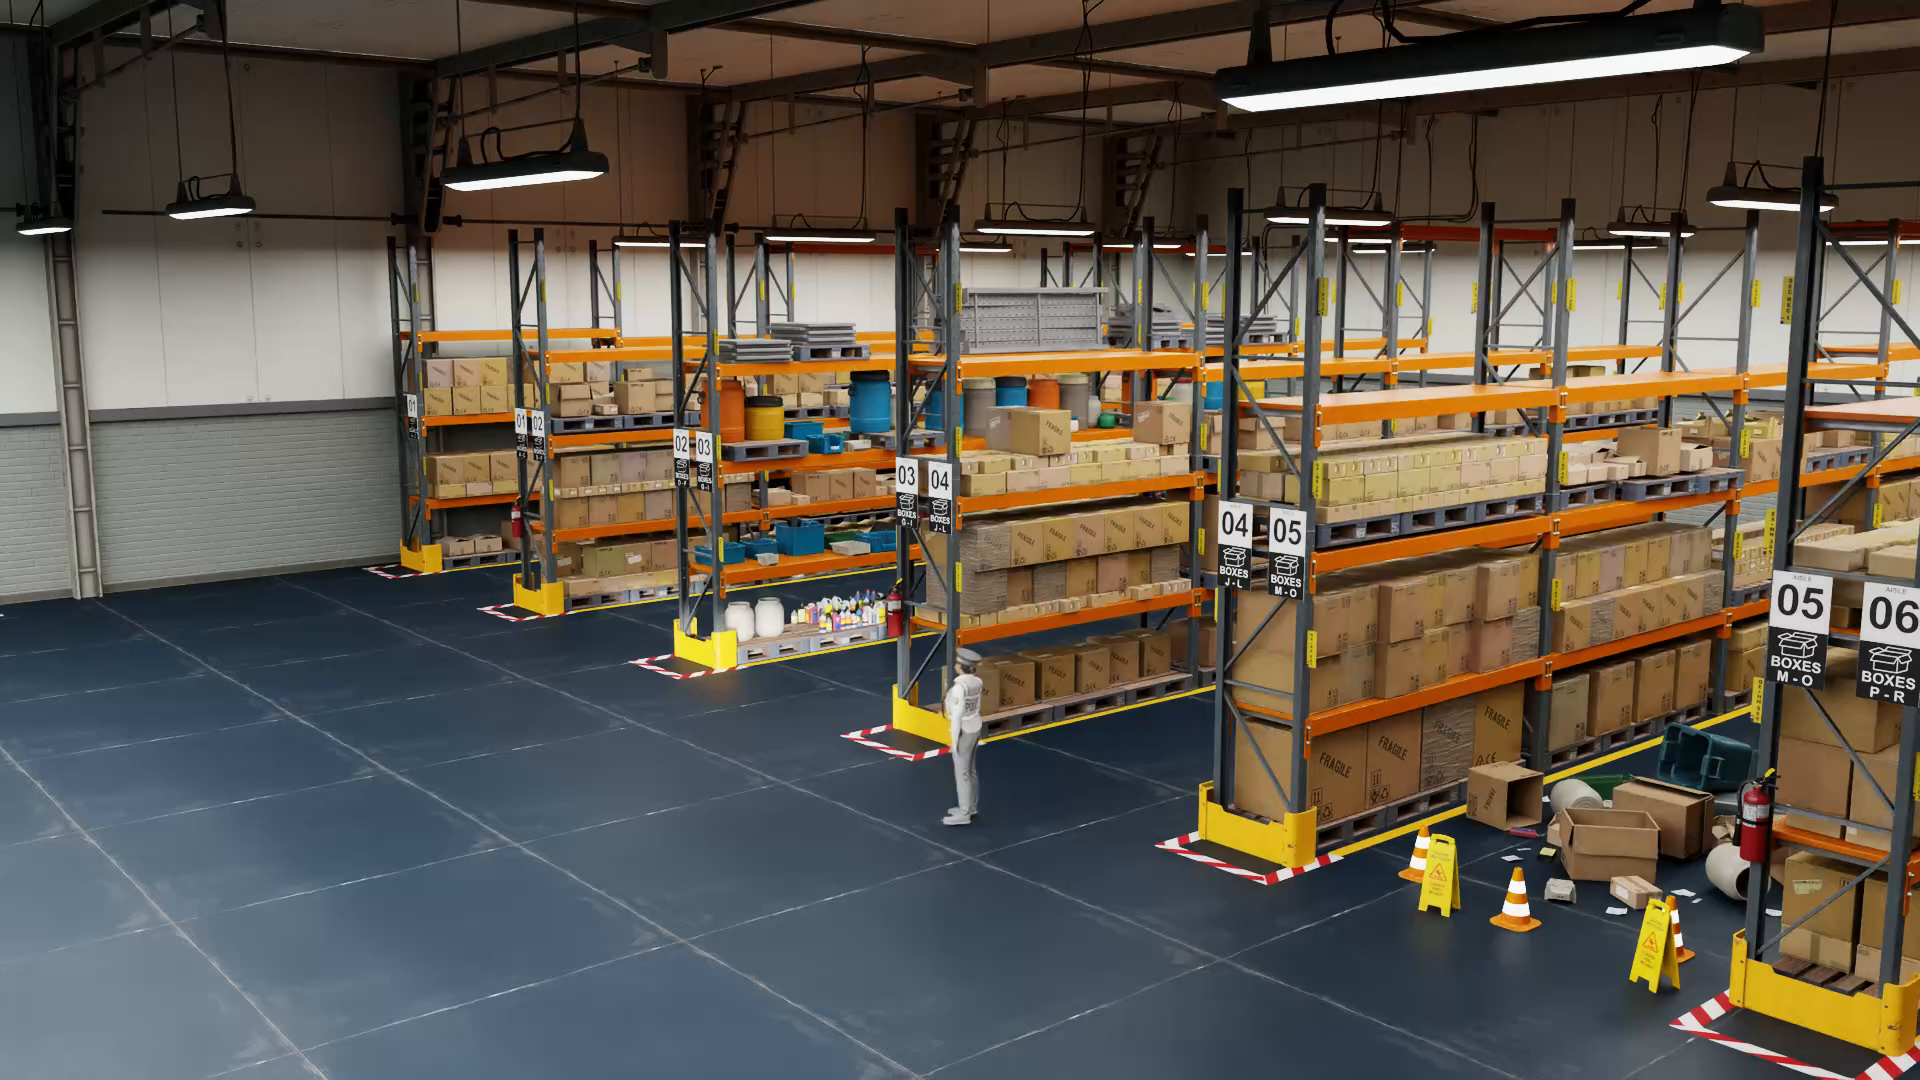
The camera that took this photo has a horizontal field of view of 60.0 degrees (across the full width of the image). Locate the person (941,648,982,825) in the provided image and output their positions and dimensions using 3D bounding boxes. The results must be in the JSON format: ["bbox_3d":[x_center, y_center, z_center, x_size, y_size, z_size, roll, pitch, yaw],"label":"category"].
[{"bbox_3d":[0.021,1.882,16.027,0.367,1.691,0.523,2,9,15],"label":"person"}]
